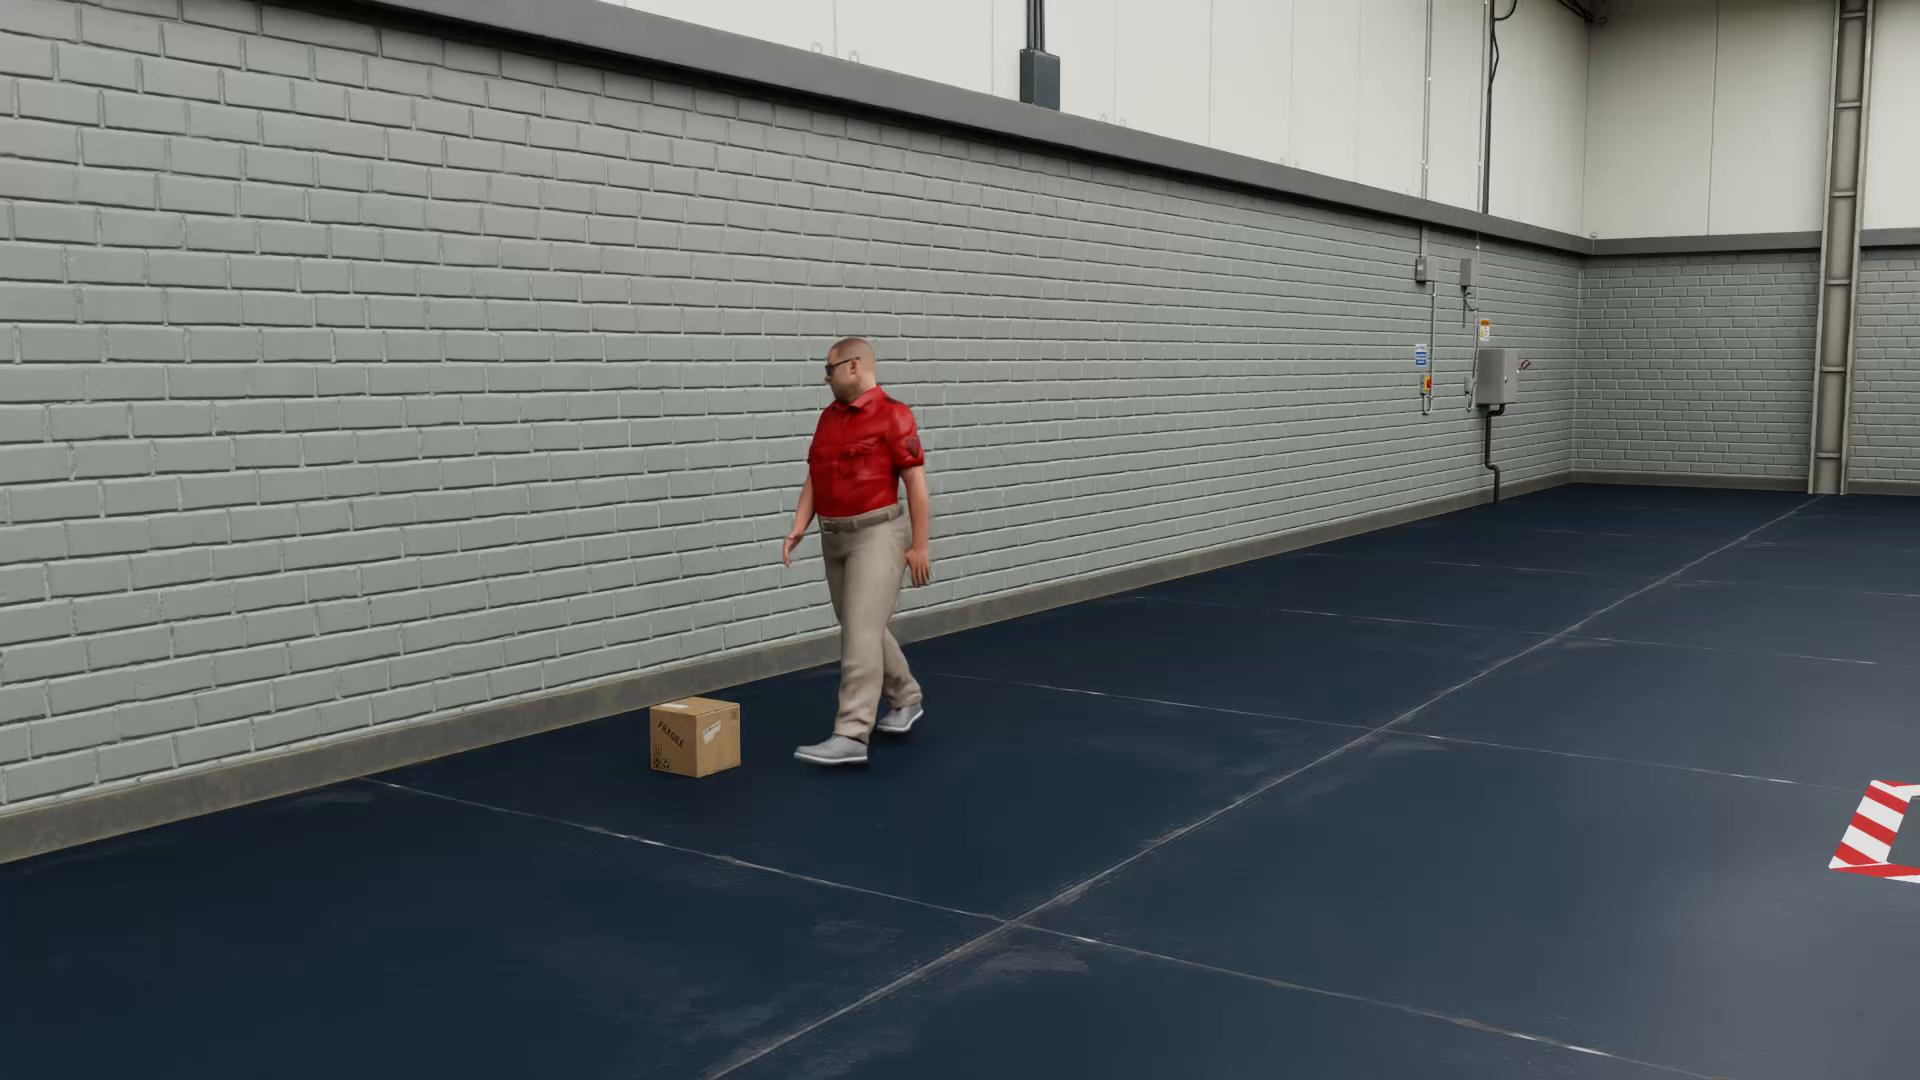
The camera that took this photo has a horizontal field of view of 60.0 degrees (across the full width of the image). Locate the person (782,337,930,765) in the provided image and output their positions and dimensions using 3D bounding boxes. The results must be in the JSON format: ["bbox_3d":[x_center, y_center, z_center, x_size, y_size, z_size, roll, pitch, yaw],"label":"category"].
[{"bbox_3d":[-0.430,0.018,6.779,0.909,1.679,0.546,-6,9,-44],"label":"person"}]
